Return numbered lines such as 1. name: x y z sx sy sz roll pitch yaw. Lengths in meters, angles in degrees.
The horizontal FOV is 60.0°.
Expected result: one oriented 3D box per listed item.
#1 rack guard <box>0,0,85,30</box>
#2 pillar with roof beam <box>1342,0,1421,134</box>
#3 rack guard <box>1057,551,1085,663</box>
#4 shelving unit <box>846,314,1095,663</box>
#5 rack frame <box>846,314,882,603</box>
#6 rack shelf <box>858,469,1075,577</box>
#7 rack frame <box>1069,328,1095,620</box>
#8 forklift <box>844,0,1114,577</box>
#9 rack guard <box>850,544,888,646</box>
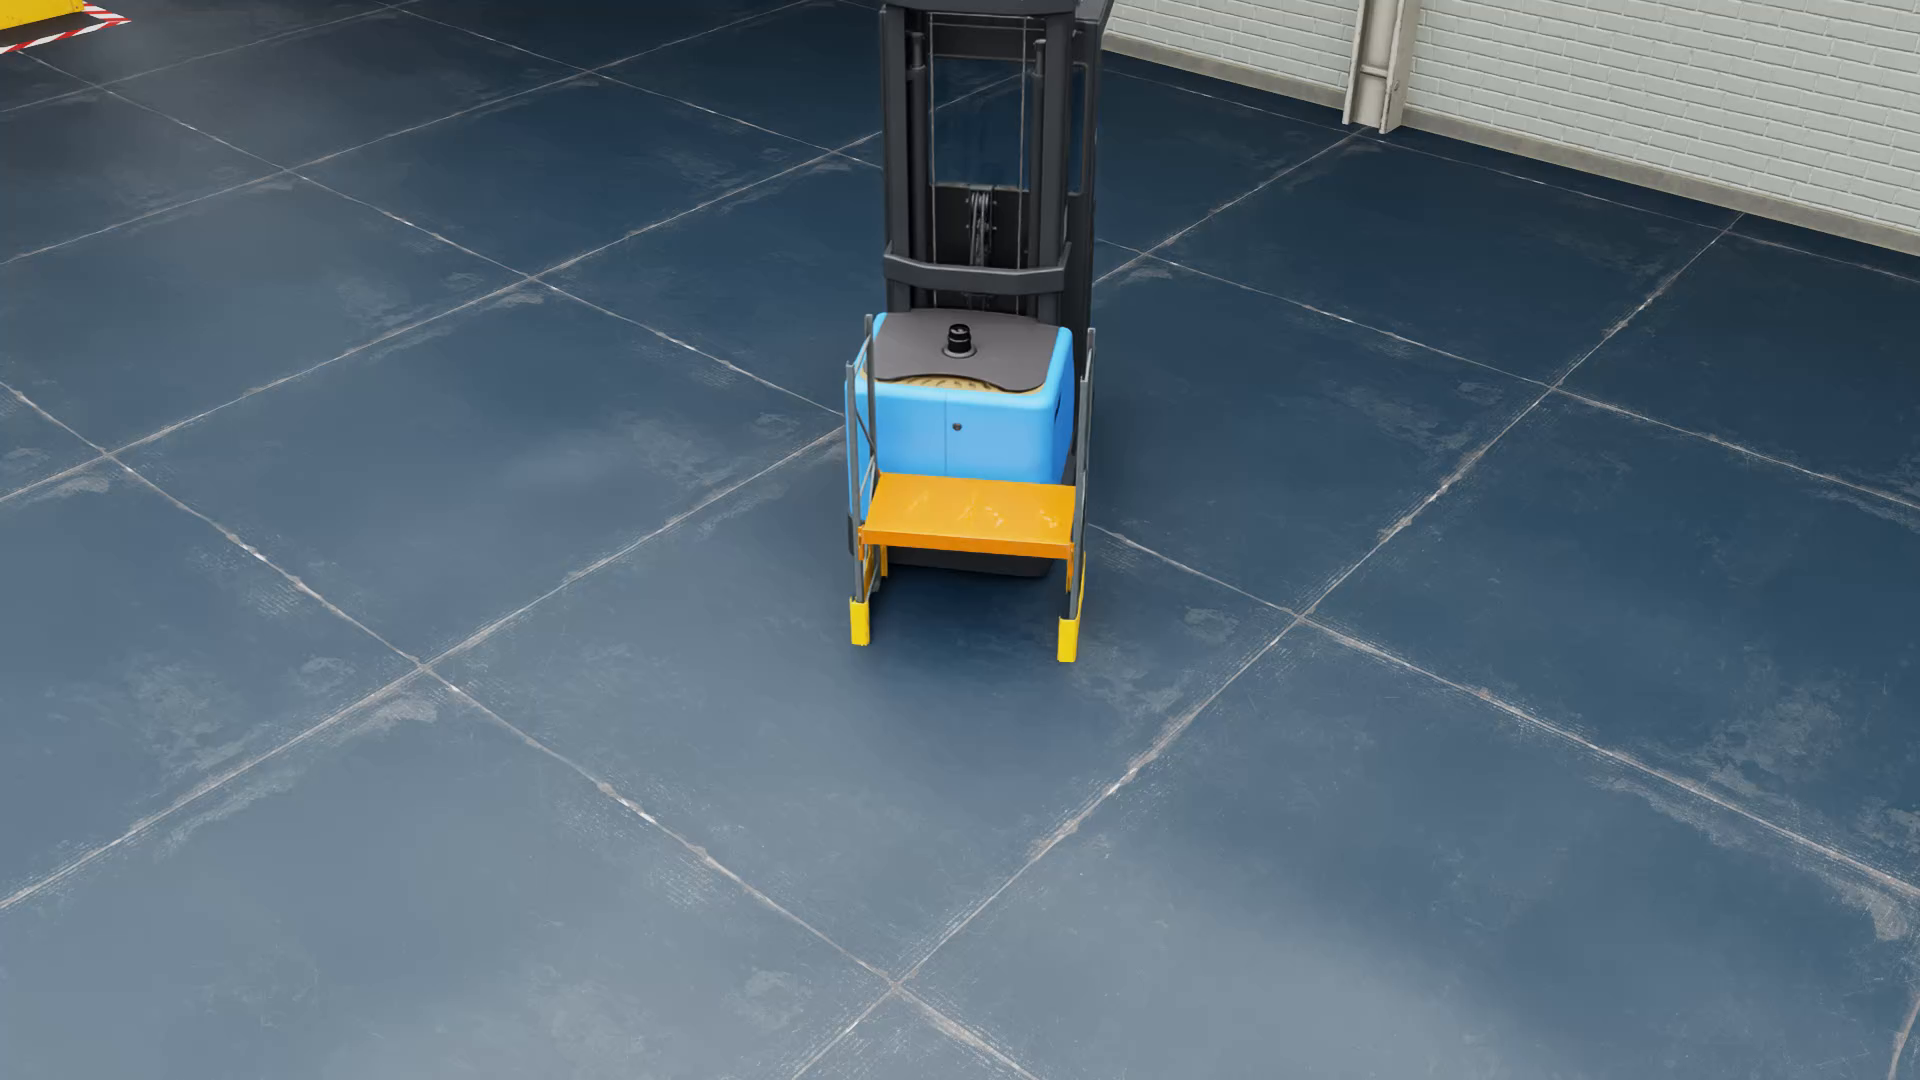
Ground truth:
1. rack guard: -9.082 -5.227 15.920 0.348 0.500 1.175 25 42 32
2. pillar with roof beam: 0.659 -5.289 8.502 0.400 9.000 9.100 25 42 32
3. rack guard: 0.542 0.316 8.069 0.087 0.250 0.587 4 35 6
4. shelving unit: 0.048 -0.237 7.770 1.083 1.500 0.587 4 35 6
5. rack frame: -0.447 -0.274 7.824 0.032 1.500 0.500 4 35 6
6. rack shelf: 0.057 -0.088 7.870 1.000 0.185 0.538 4 35 6
7. rack frame: 0.561 -0.198 7.713 0.032 1.500 0.500 4 35 6
8. forklift: 0.190 -1.849 8.853 1.130 2.935 3.031 6 35 8
9. rack guard: -0.445 0.241 8.178 0.087 0.250 0.587 4 35 6
